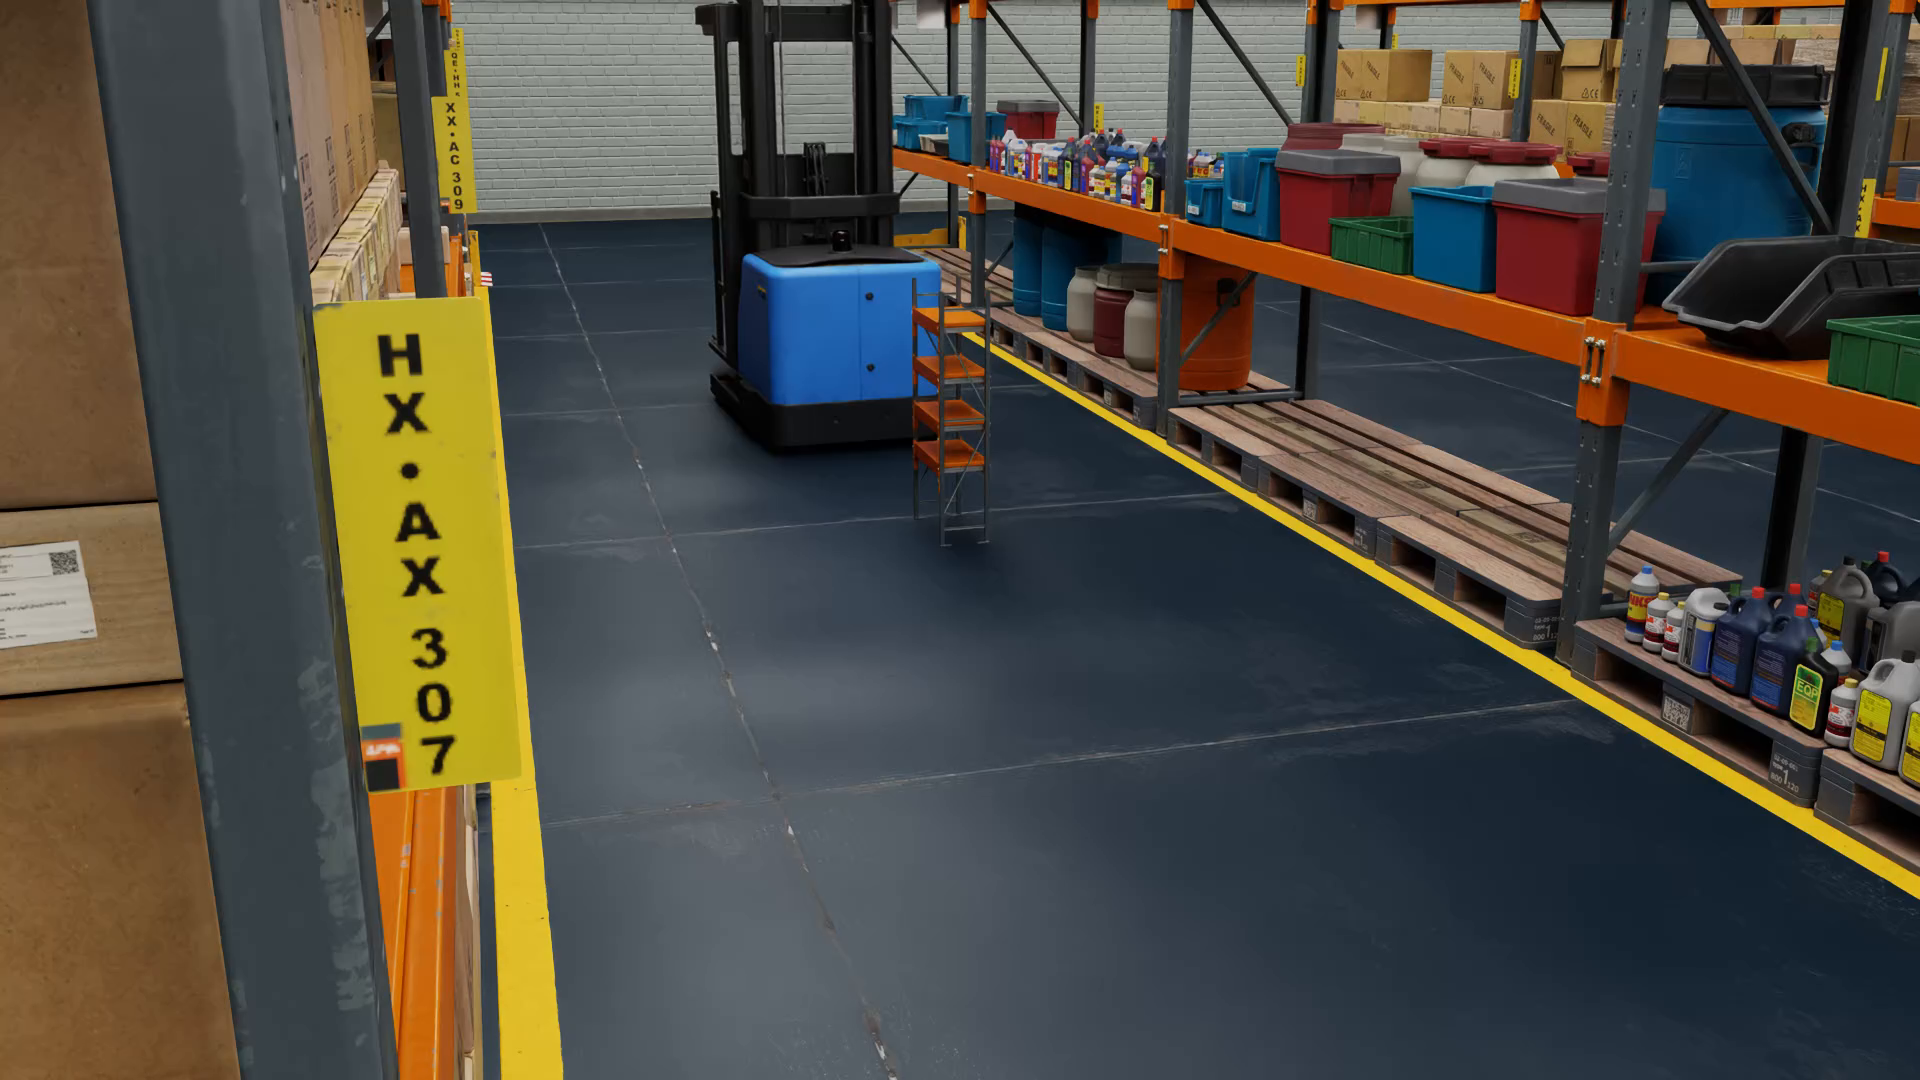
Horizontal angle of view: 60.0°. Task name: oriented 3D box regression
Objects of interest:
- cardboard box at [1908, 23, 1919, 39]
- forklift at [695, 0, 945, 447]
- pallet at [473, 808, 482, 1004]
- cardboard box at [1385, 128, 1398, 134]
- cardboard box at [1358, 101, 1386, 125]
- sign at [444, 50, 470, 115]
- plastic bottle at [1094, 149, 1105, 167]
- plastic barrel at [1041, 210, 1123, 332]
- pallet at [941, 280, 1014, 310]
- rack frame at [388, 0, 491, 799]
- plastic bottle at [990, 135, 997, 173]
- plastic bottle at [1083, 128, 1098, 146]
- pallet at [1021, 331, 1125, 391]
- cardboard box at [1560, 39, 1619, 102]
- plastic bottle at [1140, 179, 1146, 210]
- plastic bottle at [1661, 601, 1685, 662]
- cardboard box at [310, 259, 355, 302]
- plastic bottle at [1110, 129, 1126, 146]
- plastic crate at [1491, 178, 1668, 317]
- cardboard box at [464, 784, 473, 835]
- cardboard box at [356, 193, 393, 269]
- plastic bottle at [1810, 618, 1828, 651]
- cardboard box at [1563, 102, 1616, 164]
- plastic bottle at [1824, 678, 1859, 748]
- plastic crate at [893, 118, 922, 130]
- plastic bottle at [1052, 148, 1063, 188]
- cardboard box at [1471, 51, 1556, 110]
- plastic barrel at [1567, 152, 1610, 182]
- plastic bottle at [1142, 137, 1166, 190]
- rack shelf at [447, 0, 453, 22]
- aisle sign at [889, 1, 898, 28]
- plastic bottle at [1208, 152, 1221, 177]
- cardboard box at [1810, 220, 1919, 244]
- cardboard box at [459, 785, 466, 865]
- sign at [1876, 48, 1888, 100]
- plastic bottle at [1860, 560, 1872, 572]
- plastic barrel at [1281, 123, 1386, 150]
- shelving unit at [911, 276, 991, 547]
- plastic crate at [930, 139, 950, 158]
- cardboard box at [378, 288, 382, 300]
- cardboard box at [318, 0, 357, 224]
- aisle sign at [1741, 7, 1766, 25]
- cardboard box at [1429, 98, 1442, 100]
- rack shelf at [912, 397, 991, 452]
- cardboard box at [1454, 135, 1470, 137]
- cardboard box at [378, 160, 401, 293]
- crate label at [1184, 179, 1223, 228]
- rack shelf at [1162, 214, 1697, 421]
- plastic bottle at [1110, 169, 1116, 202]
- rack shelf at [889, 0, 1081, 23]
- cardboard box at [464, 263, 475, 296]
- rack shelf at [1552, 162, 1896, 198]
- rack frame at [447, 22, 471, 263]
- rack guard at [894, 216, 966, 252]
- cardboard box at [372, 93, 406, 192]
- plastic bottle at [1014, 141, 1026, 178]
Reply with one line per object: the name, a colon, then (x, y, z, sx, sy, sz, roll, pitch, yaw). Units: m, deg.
cardboard box: (9.609, -4.883, 16.564, 0.500, 0.500, 0.500, -5, 18, -17)
forklift: (-1.029, -2.319, 10.577, 1.130, 2.935, 3.031, -5, 18, -17)
pallet: (-1.801, 0.956, 4.404, 1.003, 0.211, 1.213, -5, 17, -15)
cardboard box: (4.453, -4.035, 16.606, 0.380, 0.149, 0.250, -5, 17, -17)
cardboard box: (4.405, -4.339, 16.925, 0.500, 0.250, 0.500, -5, 18, -17)
sign: (-2.546, -2.309, 8.412, 0.100, 0.325, 0.005, -5, 17, -15)
plastic bottle: (0.938, -2.501, 11.267, 0.061, 0.283, 0.133, -5, 17, -15)
plastic barrel: (0.914, -2.055, 12.497, 0.600, 0.901, 0.708, -5, 17, -15)
pallet: (0.347, -2.071, 14.481, 1.003, 0.211, 1.213, -5, 17, -15)
rack frame: (-1.979, -0.603, 4.746, 1.000, 3.000, 0.127, -5, 17, -15)
plastic bottle: (0.277, -3.016, 12.980, 0.061, 0.283, 0.133, -5, 17, -15)
plastic bottle: (1.015, -2.943, 12.622, 0.144, 0.351, 0.185, -5, 17, -15)
pallet: (1.097, -1.316, 11.967, 1.003, 0.211, 1.213, -5, 17, -15)
cardboard box: (5.532, -3.951, 13.972, 0.797, 0.503, 0.637, -5, 17, -17)
plastic bottle: (1.150, -2.117, 10.130, 0.097, 0.201, 0.097, 0, 17, 0)
plastic bottle: (2.506, 0.315, 5.790, 0.097, 0.201, 0.097, 0, 17, 0)
cardboard box: (-1.137, -0.337, 2.558, 0.380, 0.149, 0.250, -5, 17, -16)
plastic bottle: (1.204, -2.903, 12.490, 0.144, 0.351, 0.185, -5, 17, -15)
plastic crate: (2.357, -1.134, 6.402, 0.402, 0.464, 0.583, -5, 17, -15)
cardboard box: (-1.514, 0.763, 4.249, 0.500, 0.250, 0.500, -5, 17, -15)
cardboard box: (-1.485, -0.690, 3.734, 0.380, 0.149, 0.250, -5, 17, -15)
plastic bottle: (2.763, 0.389, 5.421, 0.097, 0.271, 0.097, 0, 17, 0)
cardboard box: (5.373, -3.360, 13.750, 0.500, 0.500, 0.500, -5, 17, -15)
plastic bottle: (2.715, 0.524, 5.092, 0.097, 0.201, 0.097, 0, 17, 0)
plastic crate: (-0.581, -3.985, 16.192, 0.416, 0.233, 0.300, -5, 17, -15)
plastic bottle: (0.697, -2.605, 11.635, 0.097, 0.271, 0.097, 0, 17, 0)
cardboard box: (4.965, -4.134, 14.941, 0.500, 0.500, 0.500, -4, 17, -14)
plastic barrel: (2.732, -1.341, 6.966, 0.433, 0.535, 0.433, 0, 17, 0)
plastic bottle: (1.347, -2.601, 11.482, 0.144, 0.351, 0.185, -5, 17, -15)
rack shelf: (-4.727, -4.461, 13.627, 1.077, 0.370, 4.000, -5, 17, -15)
aisle sign: (-0.819, -5.555, 16.711, 0.394, 0.787, 0.004, -5, 17, -15)
plastic bottle: (1.694, -2.422, 11.004, 0.061, 0.283, 0.133, -5, 17, -15)
cardboard box: (6.278, -1.868, 11.920, 1.225, 0.875, 0.875, -6, 18, -18)
cardboard box: (-1.374, 0.542, 3.681, 0.500, 0.500, 0.500, -5, 17, -15)
sign: (5.915, -3.002, 10.718, 0.100, 0.325, 0.005, -5, 17, -15)
plastic bottle: (3.234, 0.203, 6.018, 0.061, 0.283, 0.133, -4, 17, -12)
plastic barrel: (2.104, -2.061, 9.363, 0.600, 0.536, 0.708, -5, 17, -15)
shelving unit: (-0.045, -0.620, 7.932, 0.258, 1.200, 0.503, -5, 17, -15)
plastic crate: (0.020, -3.392, 14.404, 0.437, 0.125, 0.590, -5, 17, -15)
cardboard box: (-1.700, -0.383, 3.841, 0.700, 0.500, 0.500, -5, 17, -16)
cardboard box: (-1.574, -0.872, 3.212, 0.700, 0.500, 0.500, -5, 17, -15)
aisle sign: (9.314, -6.358, 19.385, 0.394, 0.787, 0.004, -5, 17, -15)
cardboard box: (4.776, -4.522, 17.535, 0.500, 0.250, 0.500, -5, 17, -16)
rack shelf: (-0.045, -0.556, 7.951, 0.258, 0.148, 0.480, -5, 17, -15)
cardboard box: (4.808, -3.679, 15.421, 0.380, 0.149, 0.250, -5, 17, -16)
cardboard box: (-2.602, -1.295, 6.874, 0.500, 0.500, 0.500, -6, 18, -18)
crate label: (1.441, -1.874, 9.267, 0.303, 0.233, 0.416, -5, 17, -15)
rack shelf: (2.235, -1.202, 7.992, 1.077, 0.370, 4.000, -5, 17, -15)
plastic bottle: (1.006, -2.261, 10.611, 0.097, 0.201, 0.097, 0, 17, 0)
rack shelf: (0.036, -4.852, 14.927, 1.077, 0.370, 4.000, -5, 17, -15)
cardboard box: (-3.767, -1.716, 12.030, 0.500, 0.500, 0.500, -5, 17, -16)
rack shelf: (5.898, -2.700, 12.979, 1.077, 0.370, 4.000, -5, 17, -15)
rack frame: (-5.277, -3.922, 15.796, 1.000, 3.000, 0.127, -5, 17, -15)
rack guard: (-0.532, -3.122, 17.475, 1.175, 0.500, 0.348, -5, 17, -15)
cardboard box: (-3.360, -2.124, 8.905, 0.700, 0.500, 0.500, -12, 20, -34)
plastic bottle: (0.453, -2.851, 12.454, 0.097, 0.271, 0.097, 0, 17, 0)
